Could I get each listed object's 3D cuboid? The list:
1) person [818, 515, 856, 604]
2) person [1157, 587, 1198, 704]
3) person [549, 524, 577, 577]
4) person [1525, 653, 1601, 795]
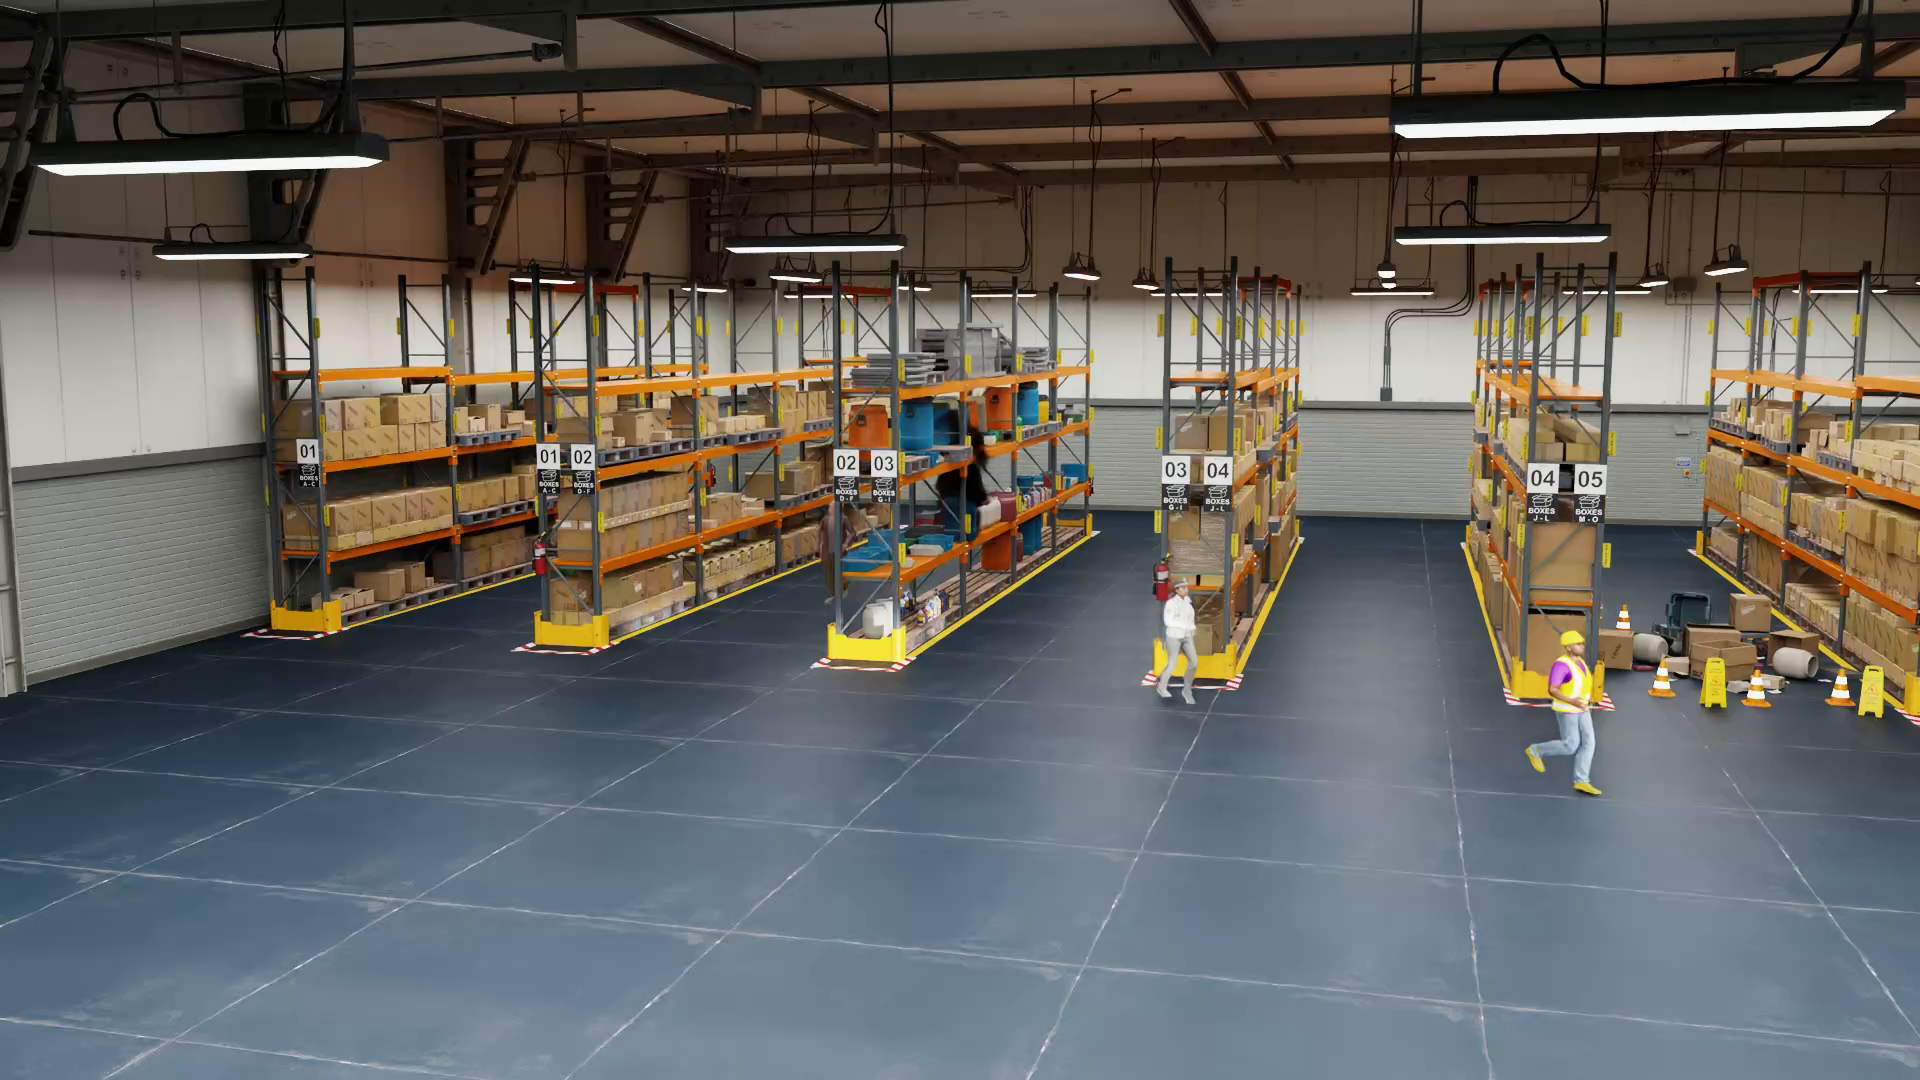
[{"bbox_3d":[-2.154,0.311,28.837,0.731,1.548,0.744,3,8,19],"label":"person"},{"bbox_3d":[3.004,1.376,22.365,0.501,1.725,0.720,-5,9,-34],"label":"person"},{"bbox_3d":[-7.087,0.292,30.008,0.656,1.786,0.987,0,7,2],"label":"person"},{"bbox_3d":[6.635,1.982,18.167,0.675,1.503,0.850,-6,10,-42],"label":"person"}]
